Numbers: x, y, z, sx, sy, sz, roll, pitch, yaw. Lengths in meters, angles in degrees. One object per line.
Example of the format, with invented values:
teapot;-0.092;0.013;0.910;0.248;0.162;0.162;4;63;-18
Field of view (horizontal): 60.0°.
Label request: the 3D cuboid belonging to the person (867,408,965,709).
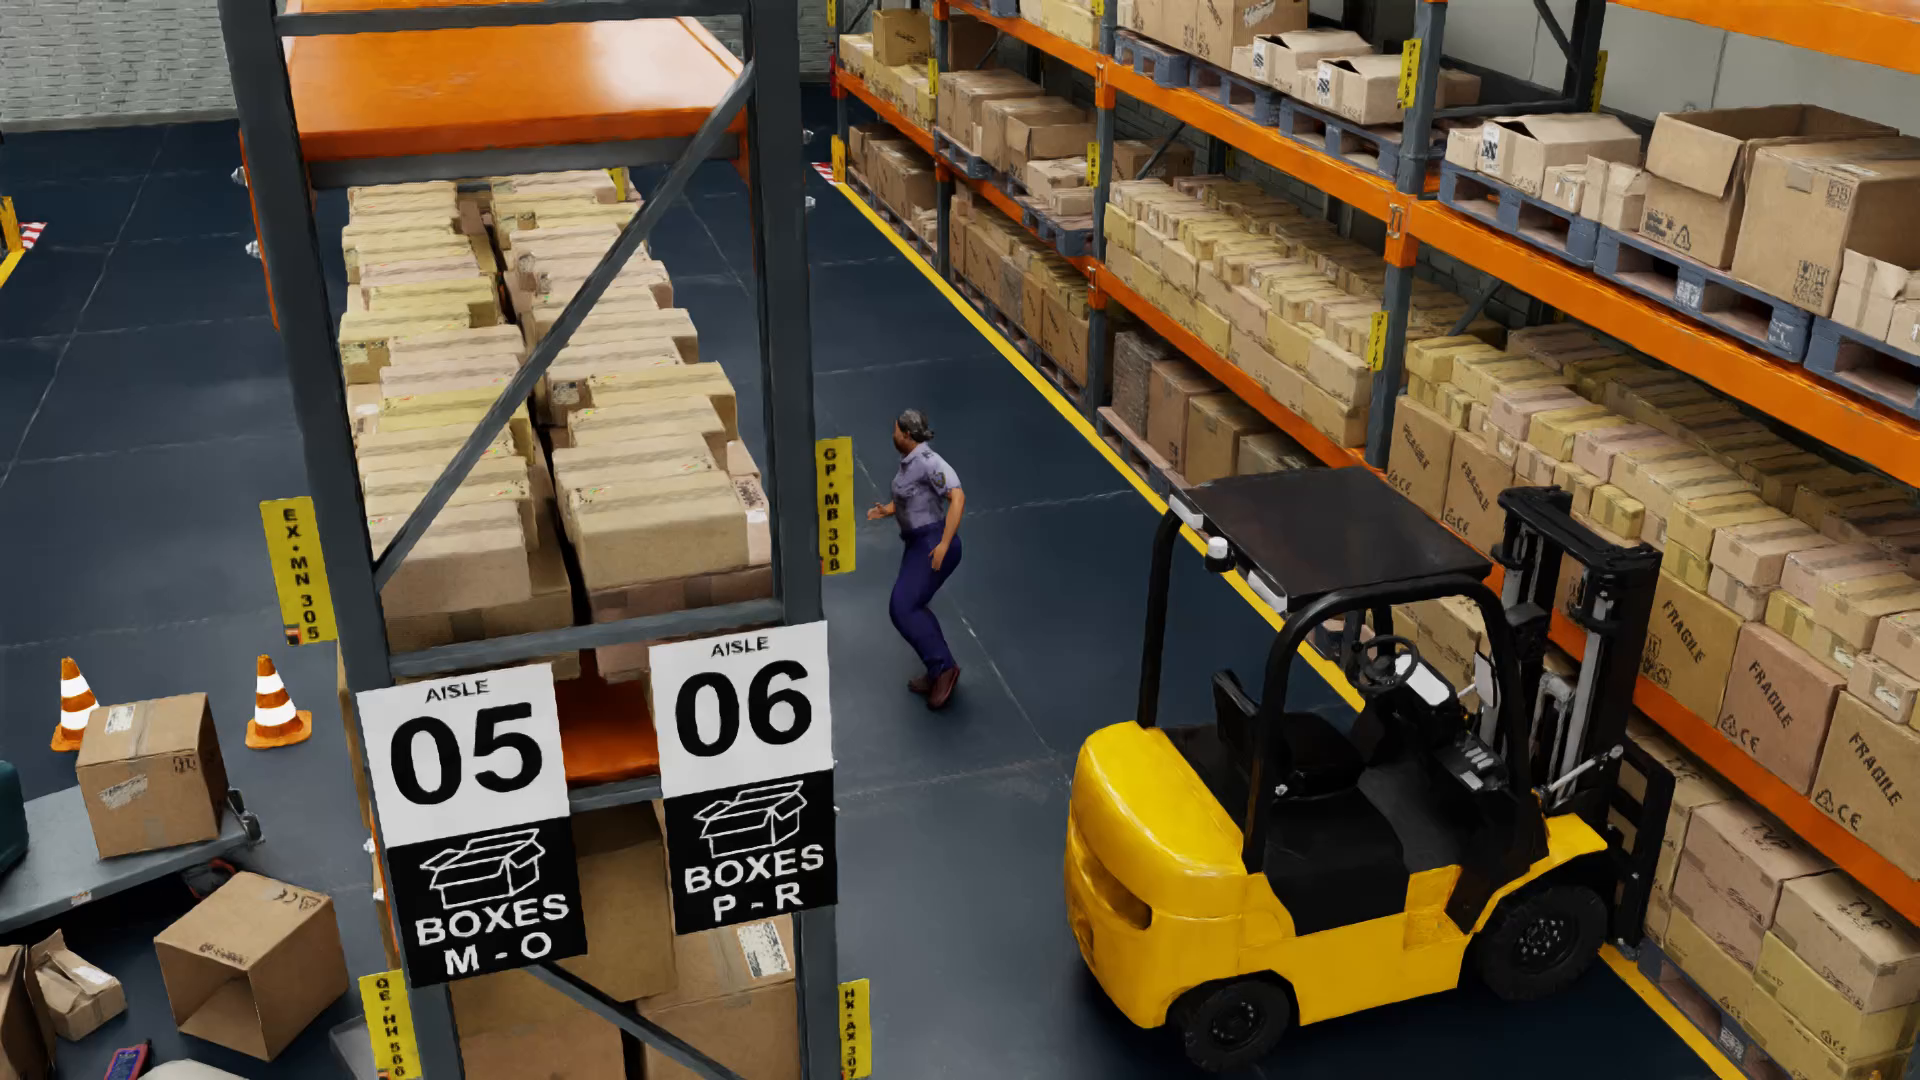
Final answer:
person;-0.232;0.088;9.312;0.541;1.527;0.892;-7;27;-14
